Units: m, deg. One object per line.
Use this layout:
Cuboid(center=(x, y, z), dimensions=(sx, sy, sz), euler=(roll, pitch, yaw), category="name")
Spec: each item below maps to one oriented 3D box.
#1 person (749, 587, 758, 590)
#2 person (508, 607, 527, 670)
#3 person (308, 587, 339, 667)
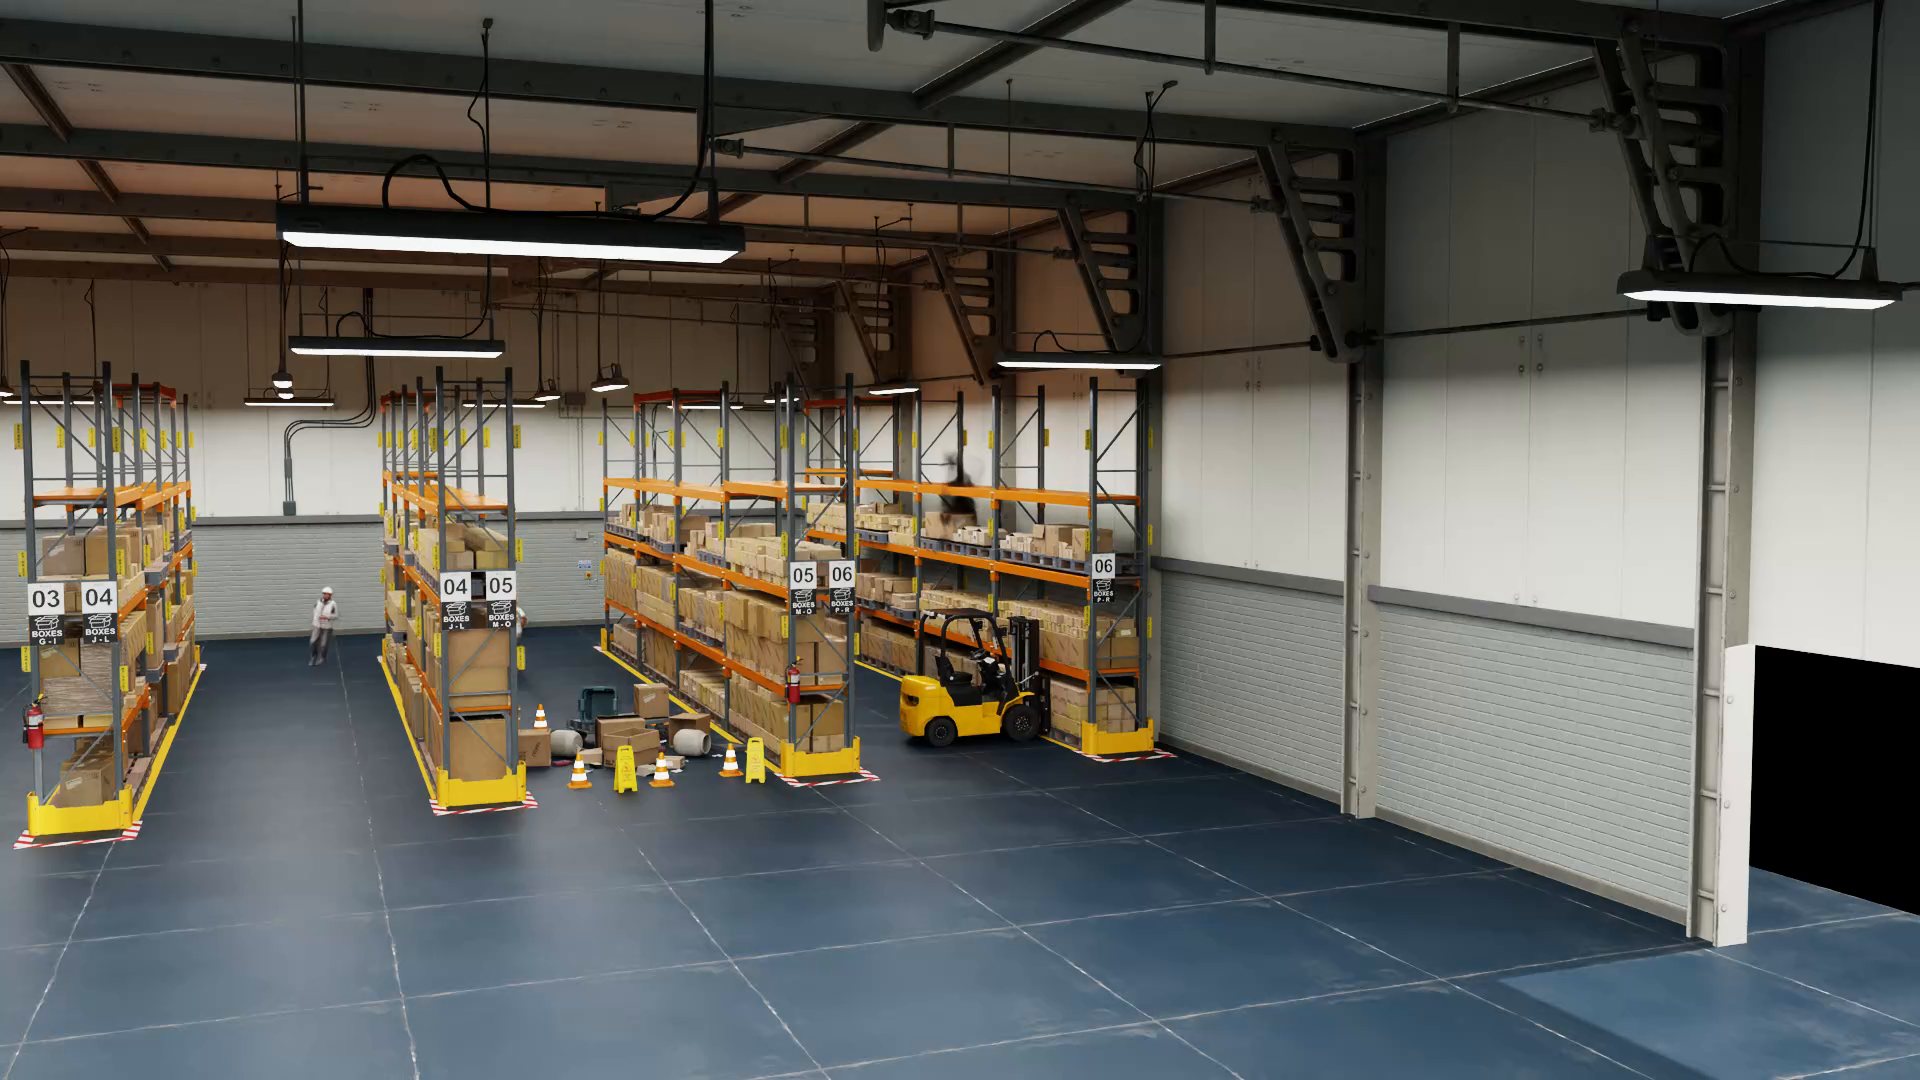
Cuboid(center=(-4.542, 1.875, 36.632), dimensions=(0.661, 1.769, 0.993), euler=(-2, 4, -28), category="person")
Cuboid(center=(-9.623, 2.046, 35.655), dimensions=(0.575, 1.681, 1.075), euler=(-2, 4, -31), category="person")
Cuboid(center=(-14.066, 1.931, 36.813), dimensions=(0.694, 1.777, 0.661), euler=(0, 3, -5), category="person")
